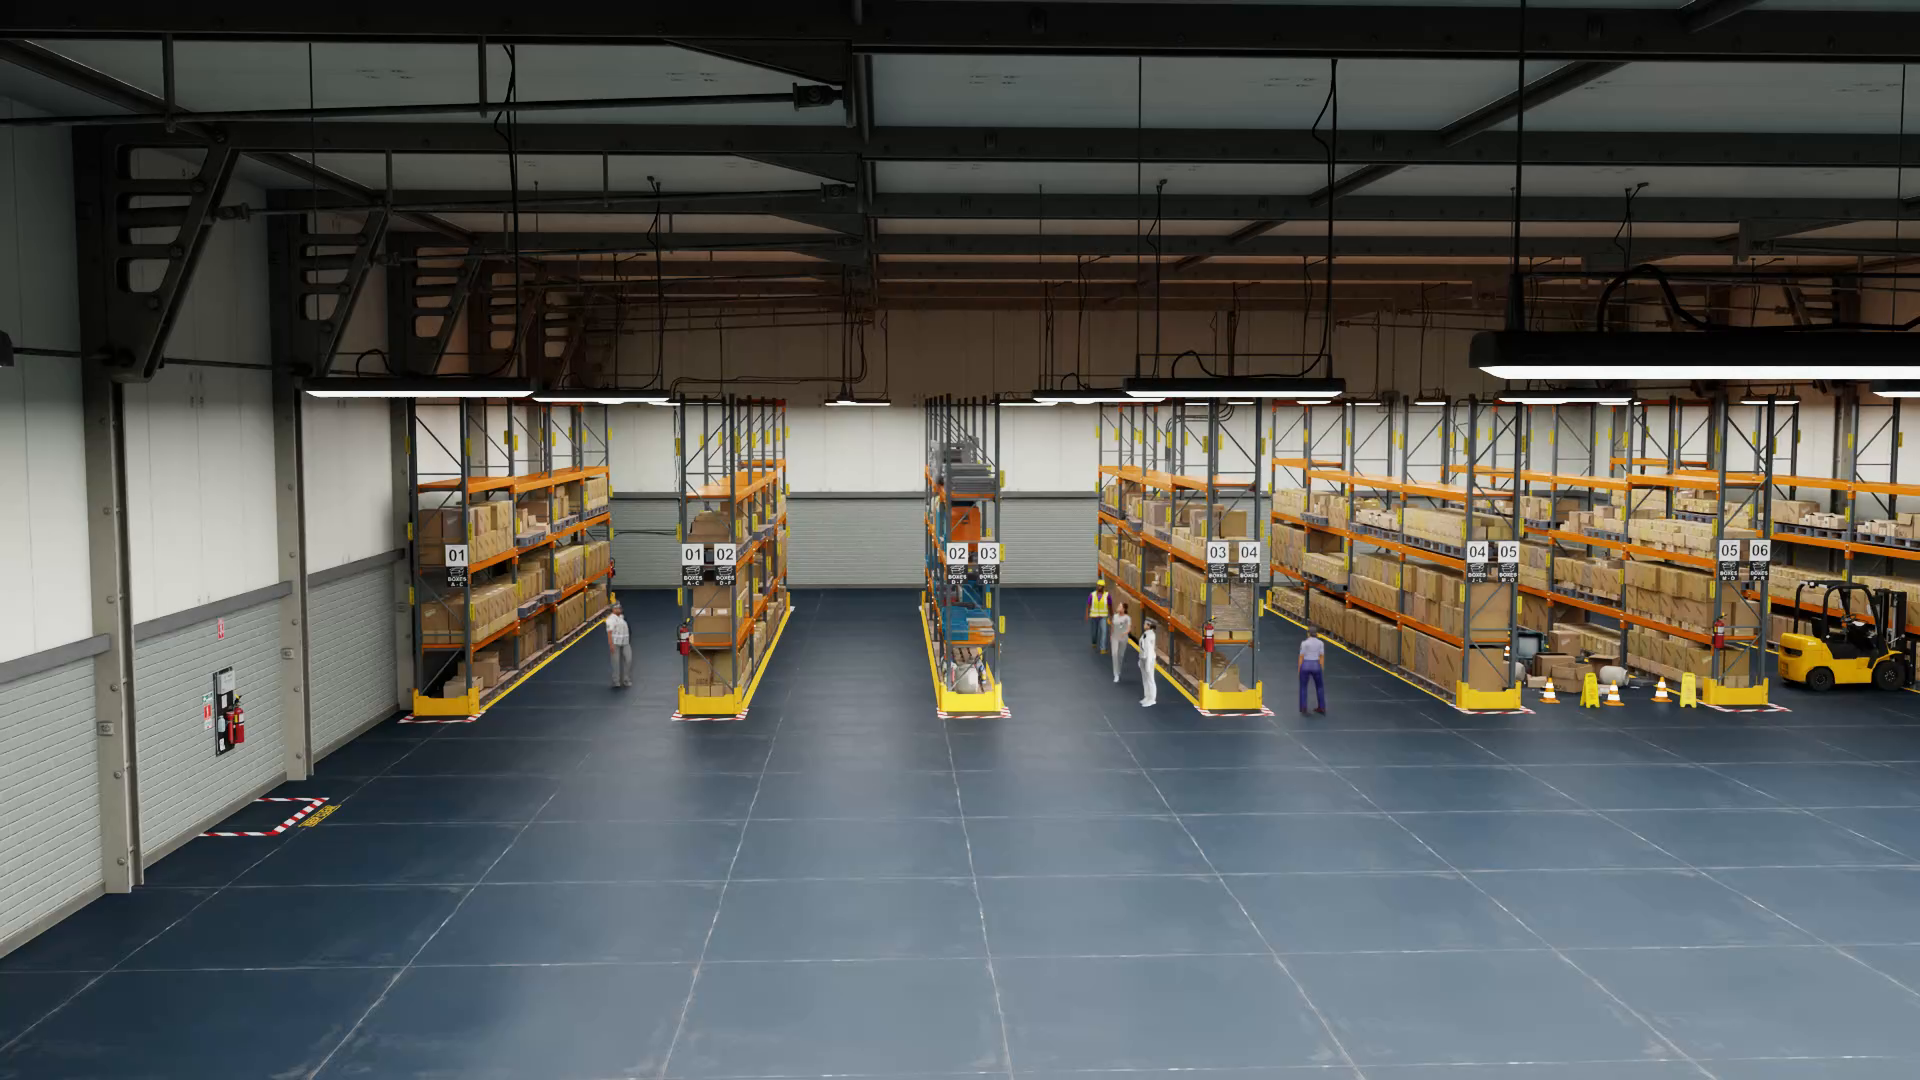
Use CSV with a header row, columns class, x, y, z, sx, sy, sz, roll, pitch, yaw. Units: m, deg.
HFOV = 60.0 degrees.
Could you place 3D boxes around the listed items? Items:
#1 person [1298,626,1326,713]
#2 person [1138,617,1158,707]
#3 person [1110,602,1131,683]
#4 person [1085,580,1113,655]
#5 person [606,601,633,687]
class,x,y,z,sx,sy,sz,roll,pitch,yaw
person,6.633,2.429,31.284,0.523,1.650,0.445,1,5,11
person,3.629,2.327,32.145,0.419,1.702,0.547,-2,5,-19
person,3.406,2.132,35.198,0.417,1.635,0.982,0,5,0
person,3.260,1.800,38.869,0.688,1.725,1.022,0,5,1
person,-7.042,2.167,34.292,0.550,1.833,0.517,-3,5,-34
